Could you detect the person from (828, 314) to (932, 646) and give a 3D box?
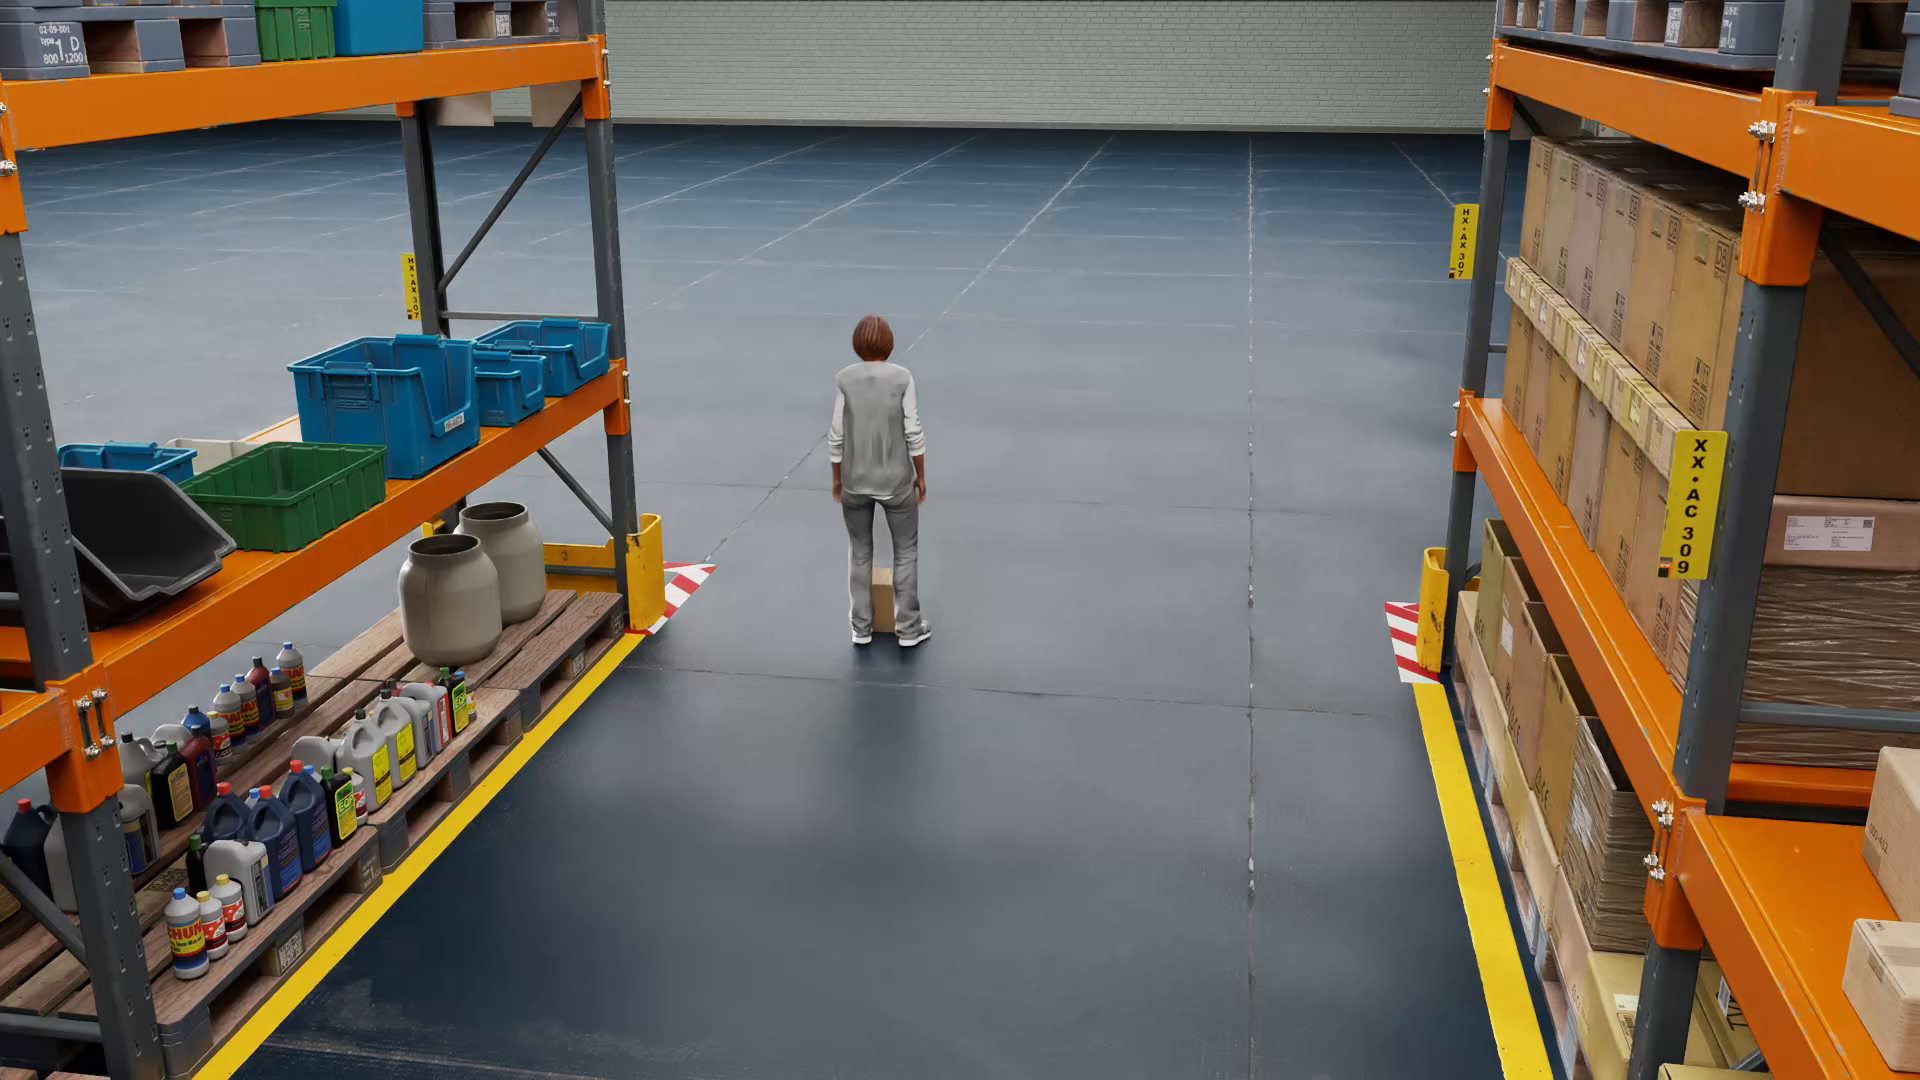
[{"bbox_3d":[-0.385,-0.264,7.881,0.469,1.590,0.349,2,18,6],"label":"person"}]
